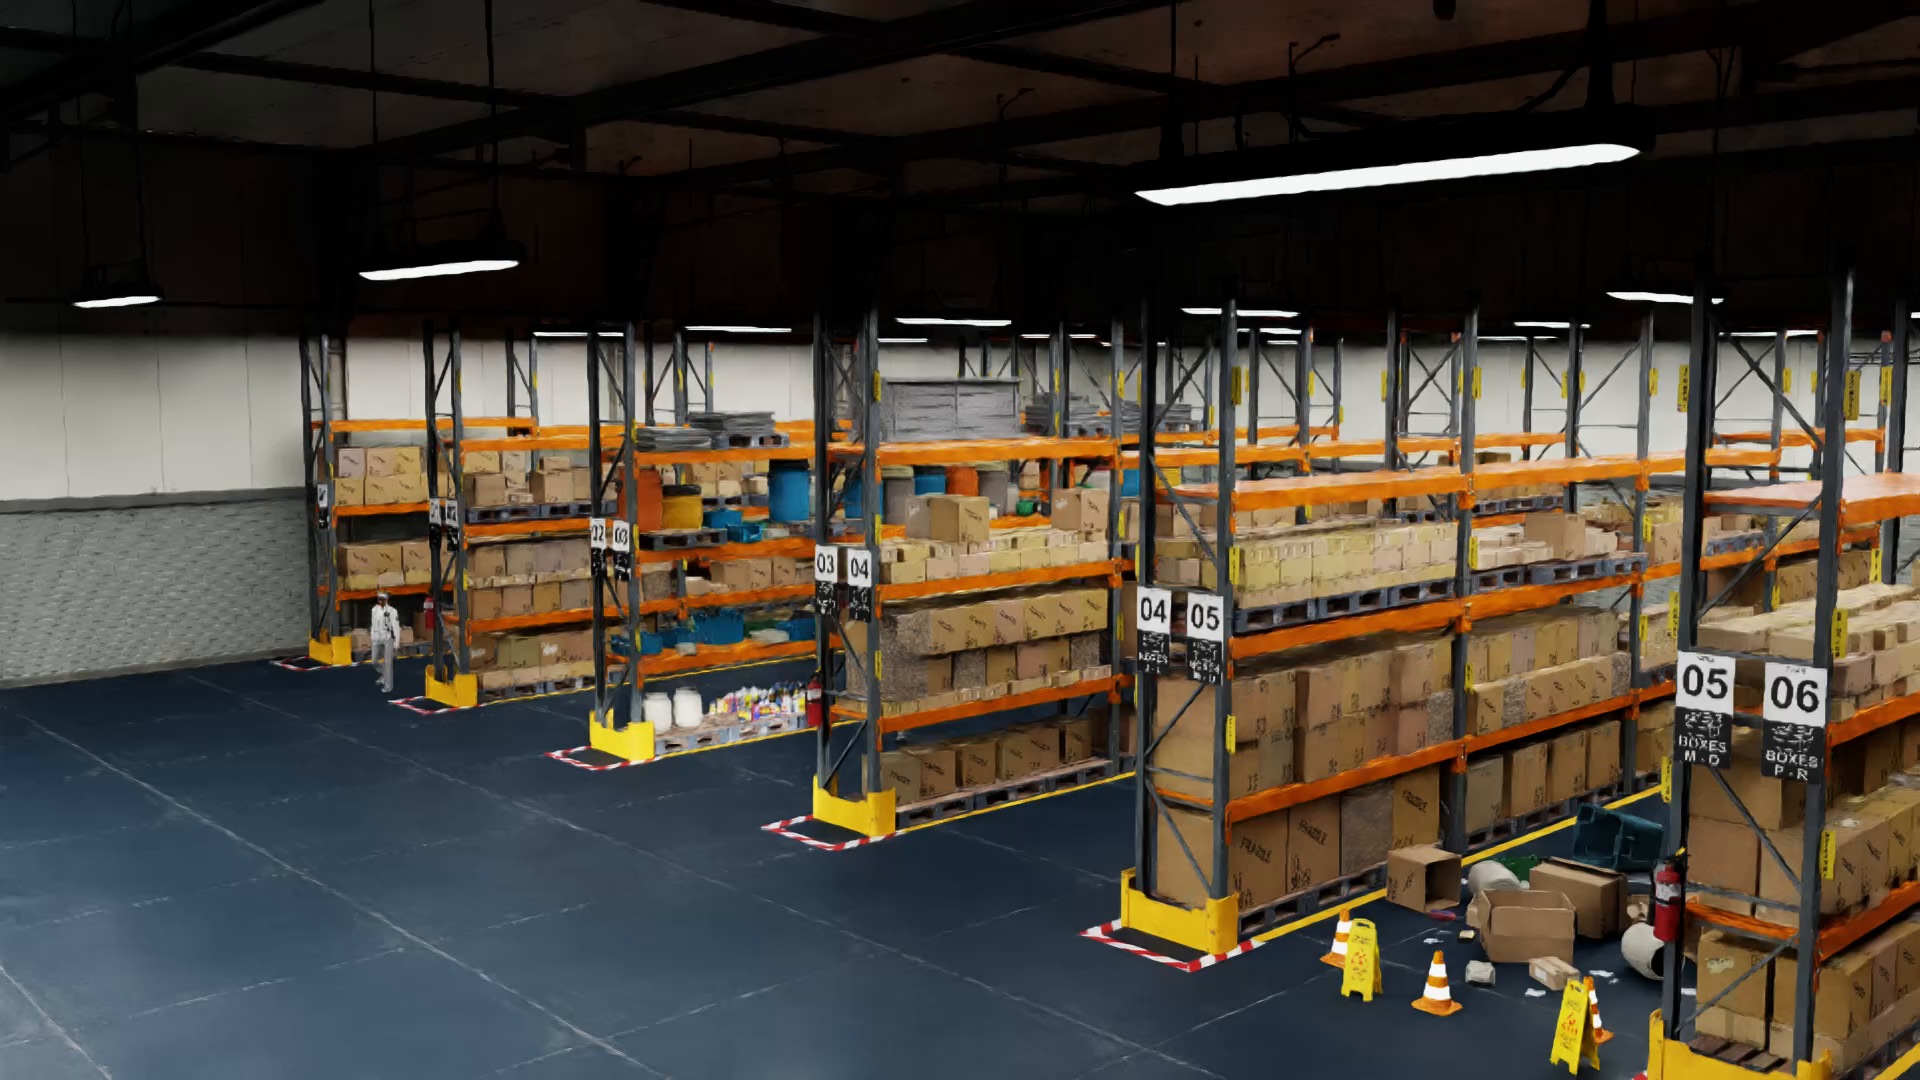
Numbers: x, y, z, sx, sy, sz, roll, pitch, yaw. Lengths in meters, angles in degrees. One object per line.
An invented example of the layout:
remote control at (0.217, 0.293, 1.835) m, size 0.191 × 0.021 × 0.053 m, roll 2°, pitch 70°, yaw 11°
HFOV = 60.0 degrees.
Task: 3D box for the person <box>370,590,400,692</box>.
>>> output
person at (-9.315, 1.613, 26.999) m, size 0.537 × 1.670 × 0.515 m, roll 1°, pitch 6°, yaw 11°

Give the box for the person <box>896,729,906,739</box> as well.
person at (-0.920, 1.932, 23.619) m, size 0.706 × 1.695 × 0.843 m, roll 3°, pitch 7°, yaw 29°
